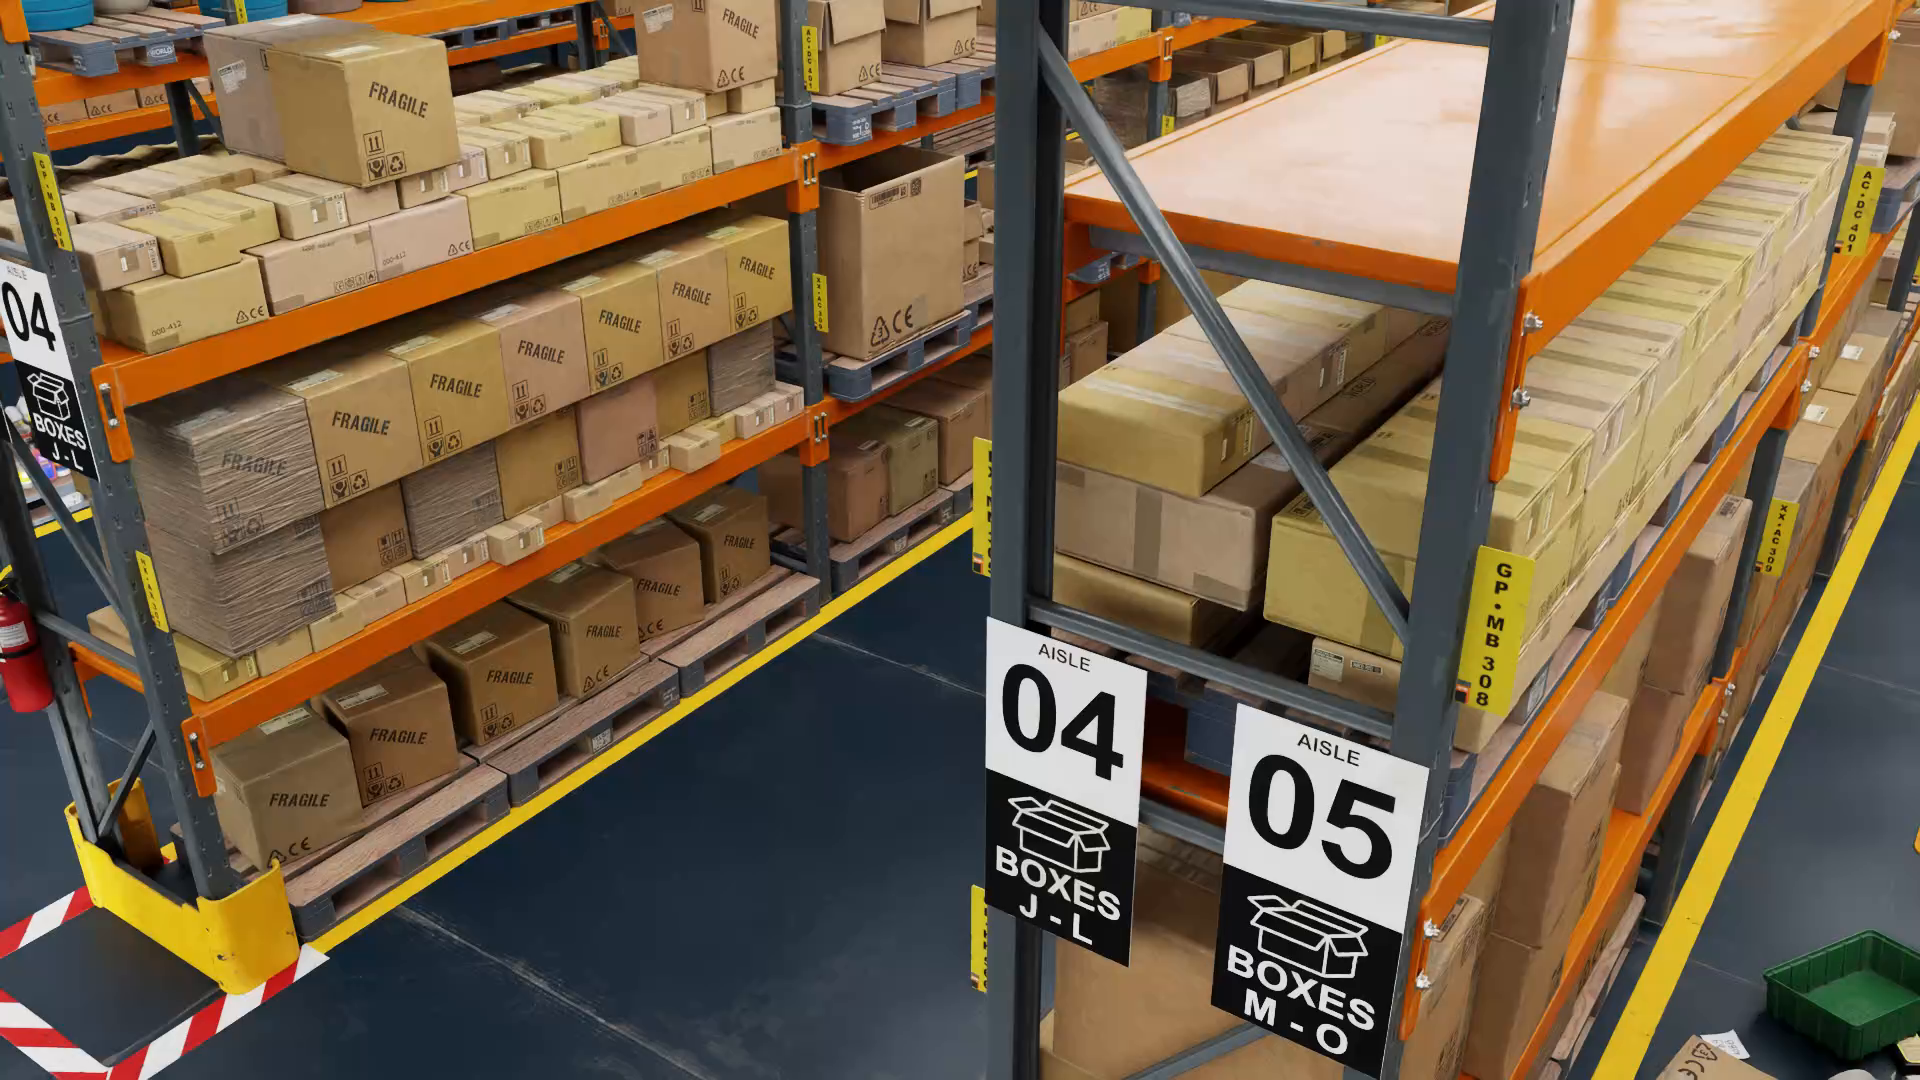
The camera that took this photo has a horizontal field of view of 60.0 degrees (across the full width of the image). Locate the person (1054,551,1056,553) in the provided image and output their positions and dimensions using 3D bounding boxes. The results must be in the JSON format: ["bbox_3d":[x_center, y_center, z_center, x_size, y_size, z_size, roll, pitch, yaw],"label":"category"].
[{"bbox_3d":[0.558,0.307,9.006,0.701,1.194,0.461,18,32,30],"label":"person"}]
